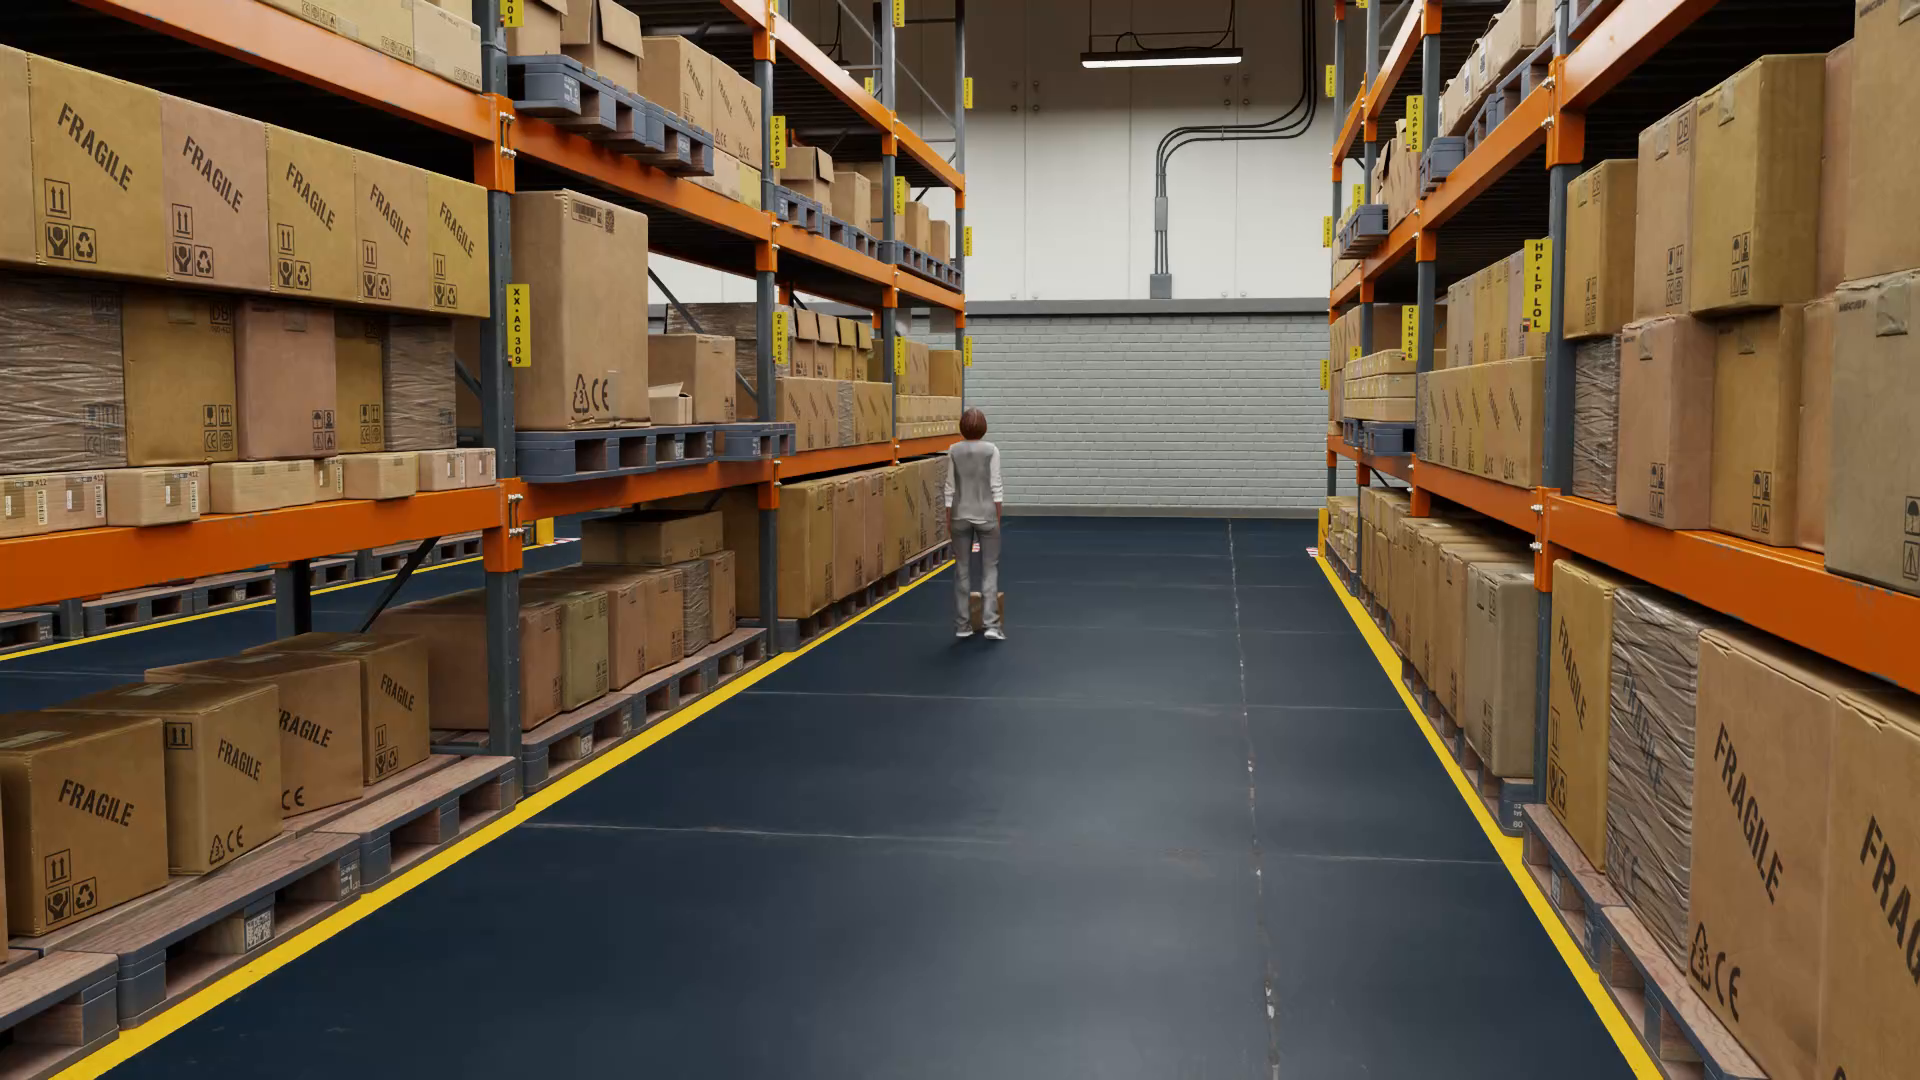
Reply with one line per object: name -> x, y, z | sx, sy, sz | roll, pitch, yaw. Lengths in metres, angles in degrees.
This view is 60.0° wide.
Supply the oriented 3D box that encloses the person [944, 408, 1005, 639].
person -> 0.101, -0.099, 11.539 | 0.425, 1.637, 0.328 | 1, 5, 10
